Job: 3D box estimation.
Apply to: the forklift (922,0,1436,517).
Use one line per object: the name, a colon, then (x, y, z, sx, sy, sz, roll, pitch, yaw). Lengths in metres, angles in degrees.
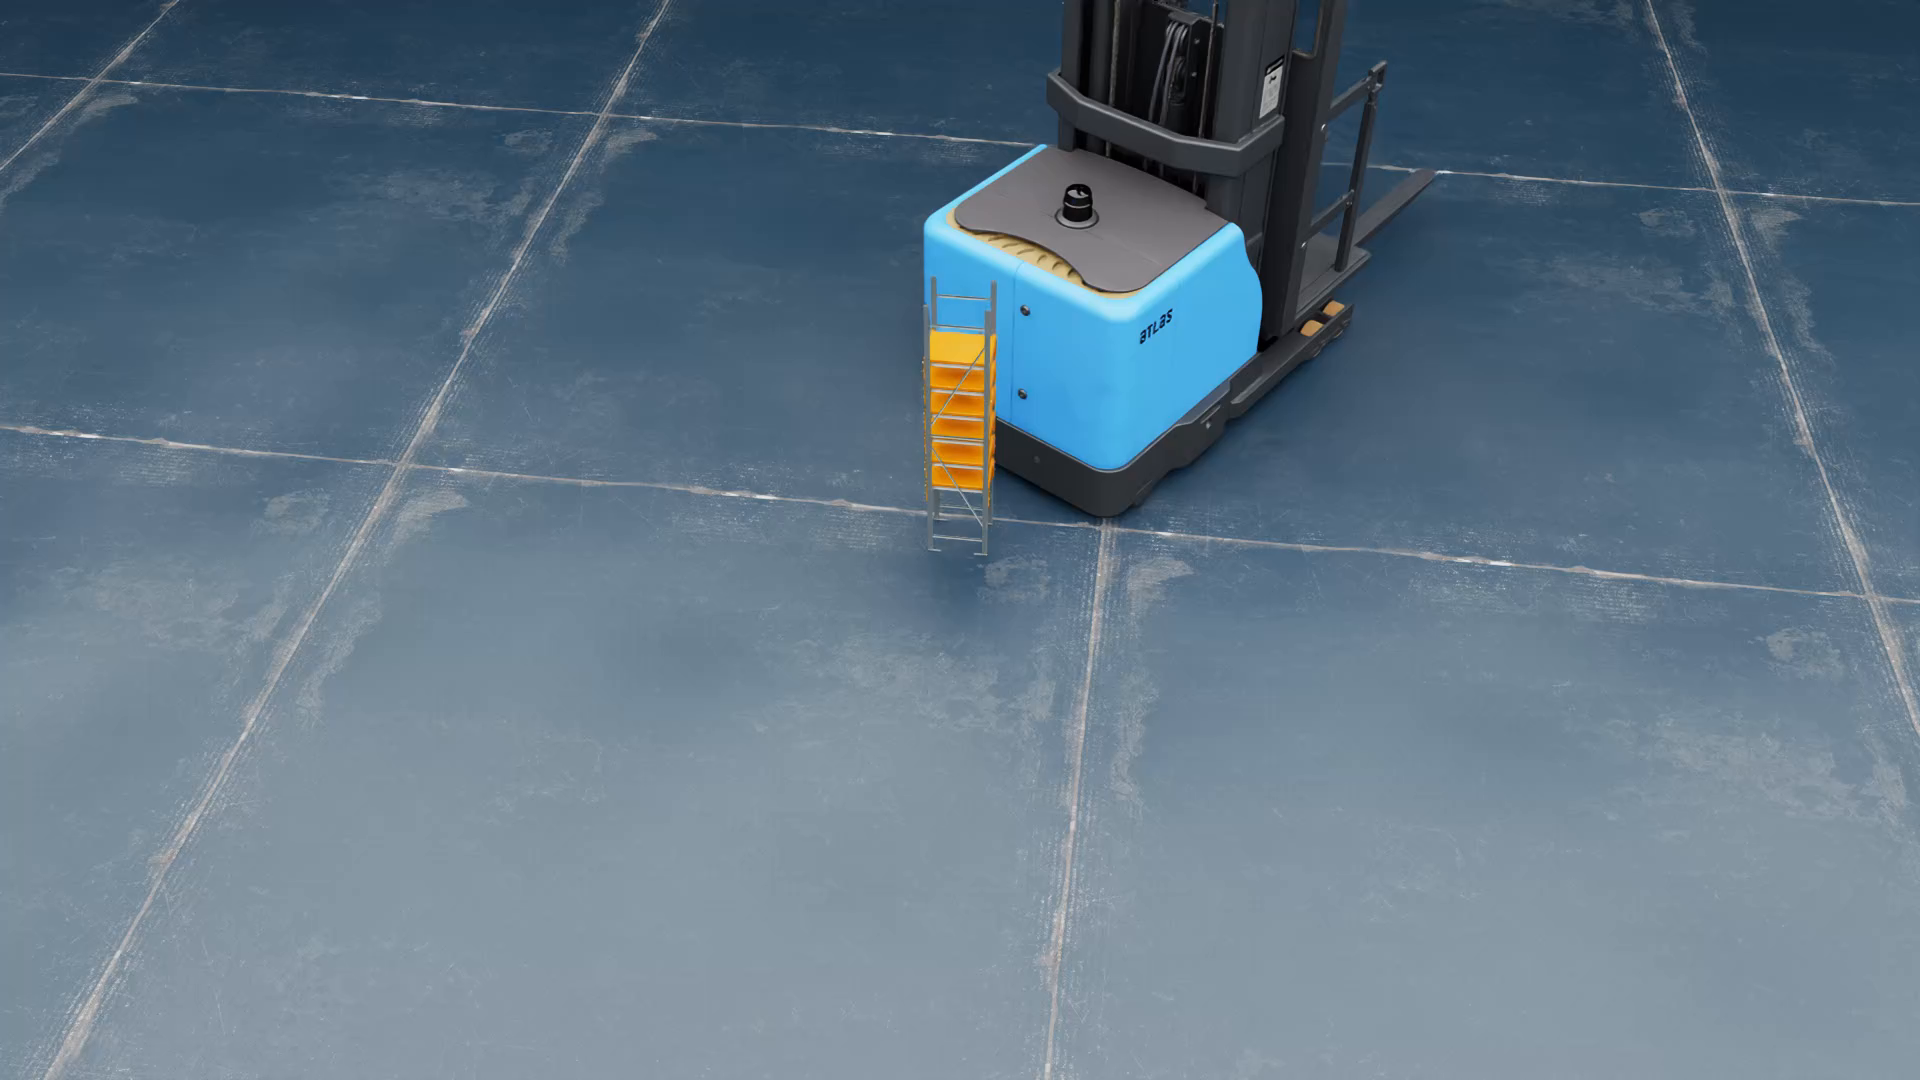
forklift: (1.172, -2.105, 6.842, 1.130, 2.935, 3.031, 30, 51, 28)

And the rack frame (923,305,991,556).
rack frame: (-0.010, -0.383, 6.282, 0.240, 1.200, 0.006, 5, 44, 6)

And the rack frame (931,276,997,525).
rack frame: (0.014, -0.508, 6.414, 0.240, 1.200, 0.006, 5, 44, 6)

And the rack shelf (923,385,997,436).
rack shelf: (0.002, -0.500, 6.296, 0.258, 0.103, 0.180, 5, 44, 6)

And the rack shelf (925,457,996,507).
rack shelf: (0.002, -0.239, 6.543, 0.258, 0.103, 0.180, 5, 44, 6)

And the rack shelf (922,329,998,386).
rack shelf: (0.002, -0.675, 6.131, 0.258, 0.103, 0.180, 5, 44, 6)

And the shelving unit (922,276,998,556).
shelving unit: (0.002, -0.446, 6.348, 0.258, 1.200, 0.189, 5, 44, 6)

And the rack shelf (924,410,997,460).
rack shelf: (0.002, -0.413, 6.378, 0.258, 0.103, 0.180, 5, 44, 6)

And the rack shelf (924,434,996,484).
rack shelf: (0.002, -0.326, 6.461, 0.258, 0.103, 0.180, 5, 44, 6)

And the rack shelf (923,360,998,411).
rack shelf: (0.002, -0.588, 6.213, 0.258, 0.103, 0.180, 5, 44, 6)
